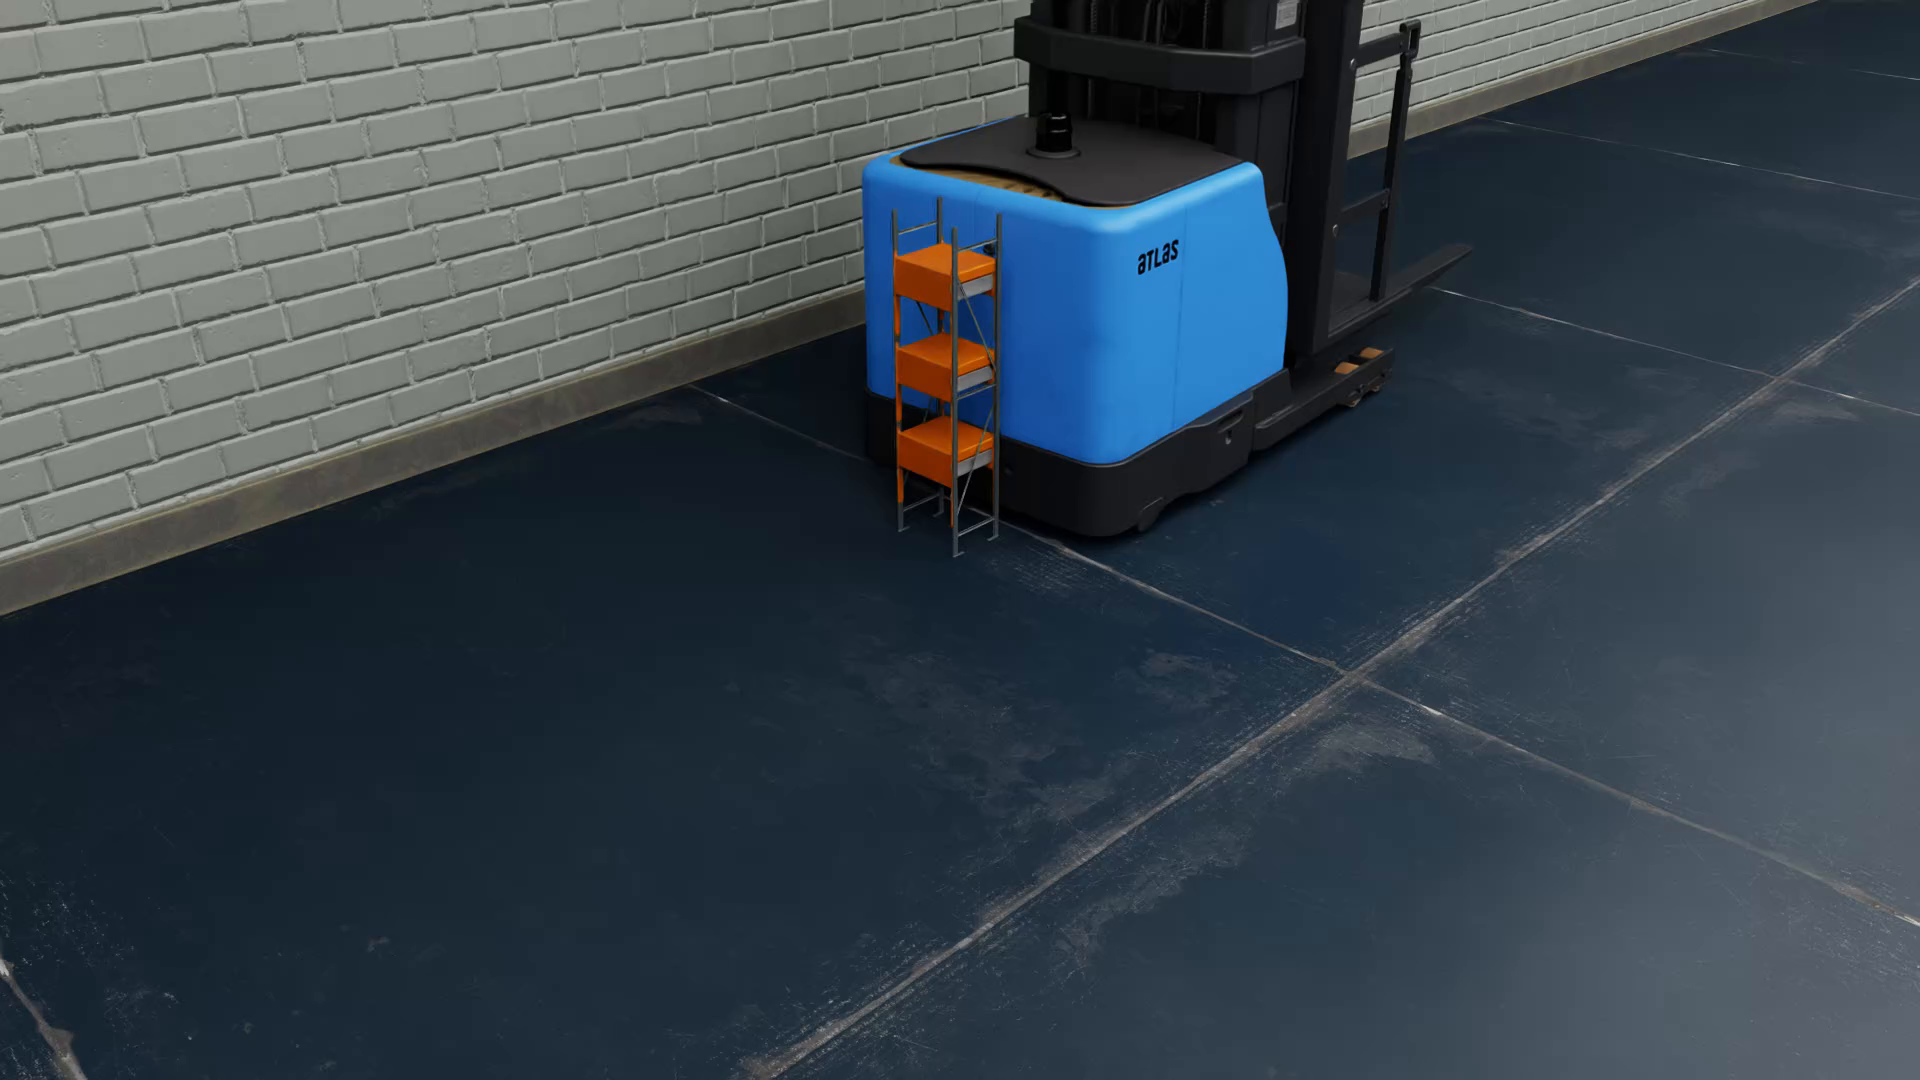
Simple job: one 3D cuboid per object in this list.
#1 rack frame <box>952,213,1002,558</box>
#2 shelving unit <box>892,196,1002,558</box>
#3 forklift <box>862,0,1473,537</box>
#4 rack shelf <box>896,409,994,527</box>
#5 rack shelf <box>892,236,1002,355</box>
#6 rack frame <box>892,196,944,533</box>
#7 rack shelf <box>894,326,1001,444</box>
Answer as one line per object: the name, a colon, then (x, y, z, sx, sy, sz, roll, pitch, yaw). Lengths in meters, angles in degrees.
rack frame: (0.049, -0.442, 4.963, 0.008, 1.050, 0.200, 25, 36, 38)
shelving unit: (-0.038, -0.482, 5.039, 0.252, 1.050, 0.215, 25, 36, 38)
forklift: (0.999, -1.922, 5.756, 1.130, 2.935, 3.031, 21, 34, 34)
rack shelf: (-0.038, -0.227, 5.173, 0.240, 0.259, 0.215, 25, 36, 38)
rack shelf: (-0.038, -0.724, 4.912, 0.240, 0.259, 0.215, 25, 36, 38)
rack frame: (-0.125, -0.522, 5.115, 0.008, 1.050, 0.200, 25, 36, 38)
rack shelf: (-0.038, -0.473, 5.044, 0.240, 0.259, 0.215, 25, 36, 38)
